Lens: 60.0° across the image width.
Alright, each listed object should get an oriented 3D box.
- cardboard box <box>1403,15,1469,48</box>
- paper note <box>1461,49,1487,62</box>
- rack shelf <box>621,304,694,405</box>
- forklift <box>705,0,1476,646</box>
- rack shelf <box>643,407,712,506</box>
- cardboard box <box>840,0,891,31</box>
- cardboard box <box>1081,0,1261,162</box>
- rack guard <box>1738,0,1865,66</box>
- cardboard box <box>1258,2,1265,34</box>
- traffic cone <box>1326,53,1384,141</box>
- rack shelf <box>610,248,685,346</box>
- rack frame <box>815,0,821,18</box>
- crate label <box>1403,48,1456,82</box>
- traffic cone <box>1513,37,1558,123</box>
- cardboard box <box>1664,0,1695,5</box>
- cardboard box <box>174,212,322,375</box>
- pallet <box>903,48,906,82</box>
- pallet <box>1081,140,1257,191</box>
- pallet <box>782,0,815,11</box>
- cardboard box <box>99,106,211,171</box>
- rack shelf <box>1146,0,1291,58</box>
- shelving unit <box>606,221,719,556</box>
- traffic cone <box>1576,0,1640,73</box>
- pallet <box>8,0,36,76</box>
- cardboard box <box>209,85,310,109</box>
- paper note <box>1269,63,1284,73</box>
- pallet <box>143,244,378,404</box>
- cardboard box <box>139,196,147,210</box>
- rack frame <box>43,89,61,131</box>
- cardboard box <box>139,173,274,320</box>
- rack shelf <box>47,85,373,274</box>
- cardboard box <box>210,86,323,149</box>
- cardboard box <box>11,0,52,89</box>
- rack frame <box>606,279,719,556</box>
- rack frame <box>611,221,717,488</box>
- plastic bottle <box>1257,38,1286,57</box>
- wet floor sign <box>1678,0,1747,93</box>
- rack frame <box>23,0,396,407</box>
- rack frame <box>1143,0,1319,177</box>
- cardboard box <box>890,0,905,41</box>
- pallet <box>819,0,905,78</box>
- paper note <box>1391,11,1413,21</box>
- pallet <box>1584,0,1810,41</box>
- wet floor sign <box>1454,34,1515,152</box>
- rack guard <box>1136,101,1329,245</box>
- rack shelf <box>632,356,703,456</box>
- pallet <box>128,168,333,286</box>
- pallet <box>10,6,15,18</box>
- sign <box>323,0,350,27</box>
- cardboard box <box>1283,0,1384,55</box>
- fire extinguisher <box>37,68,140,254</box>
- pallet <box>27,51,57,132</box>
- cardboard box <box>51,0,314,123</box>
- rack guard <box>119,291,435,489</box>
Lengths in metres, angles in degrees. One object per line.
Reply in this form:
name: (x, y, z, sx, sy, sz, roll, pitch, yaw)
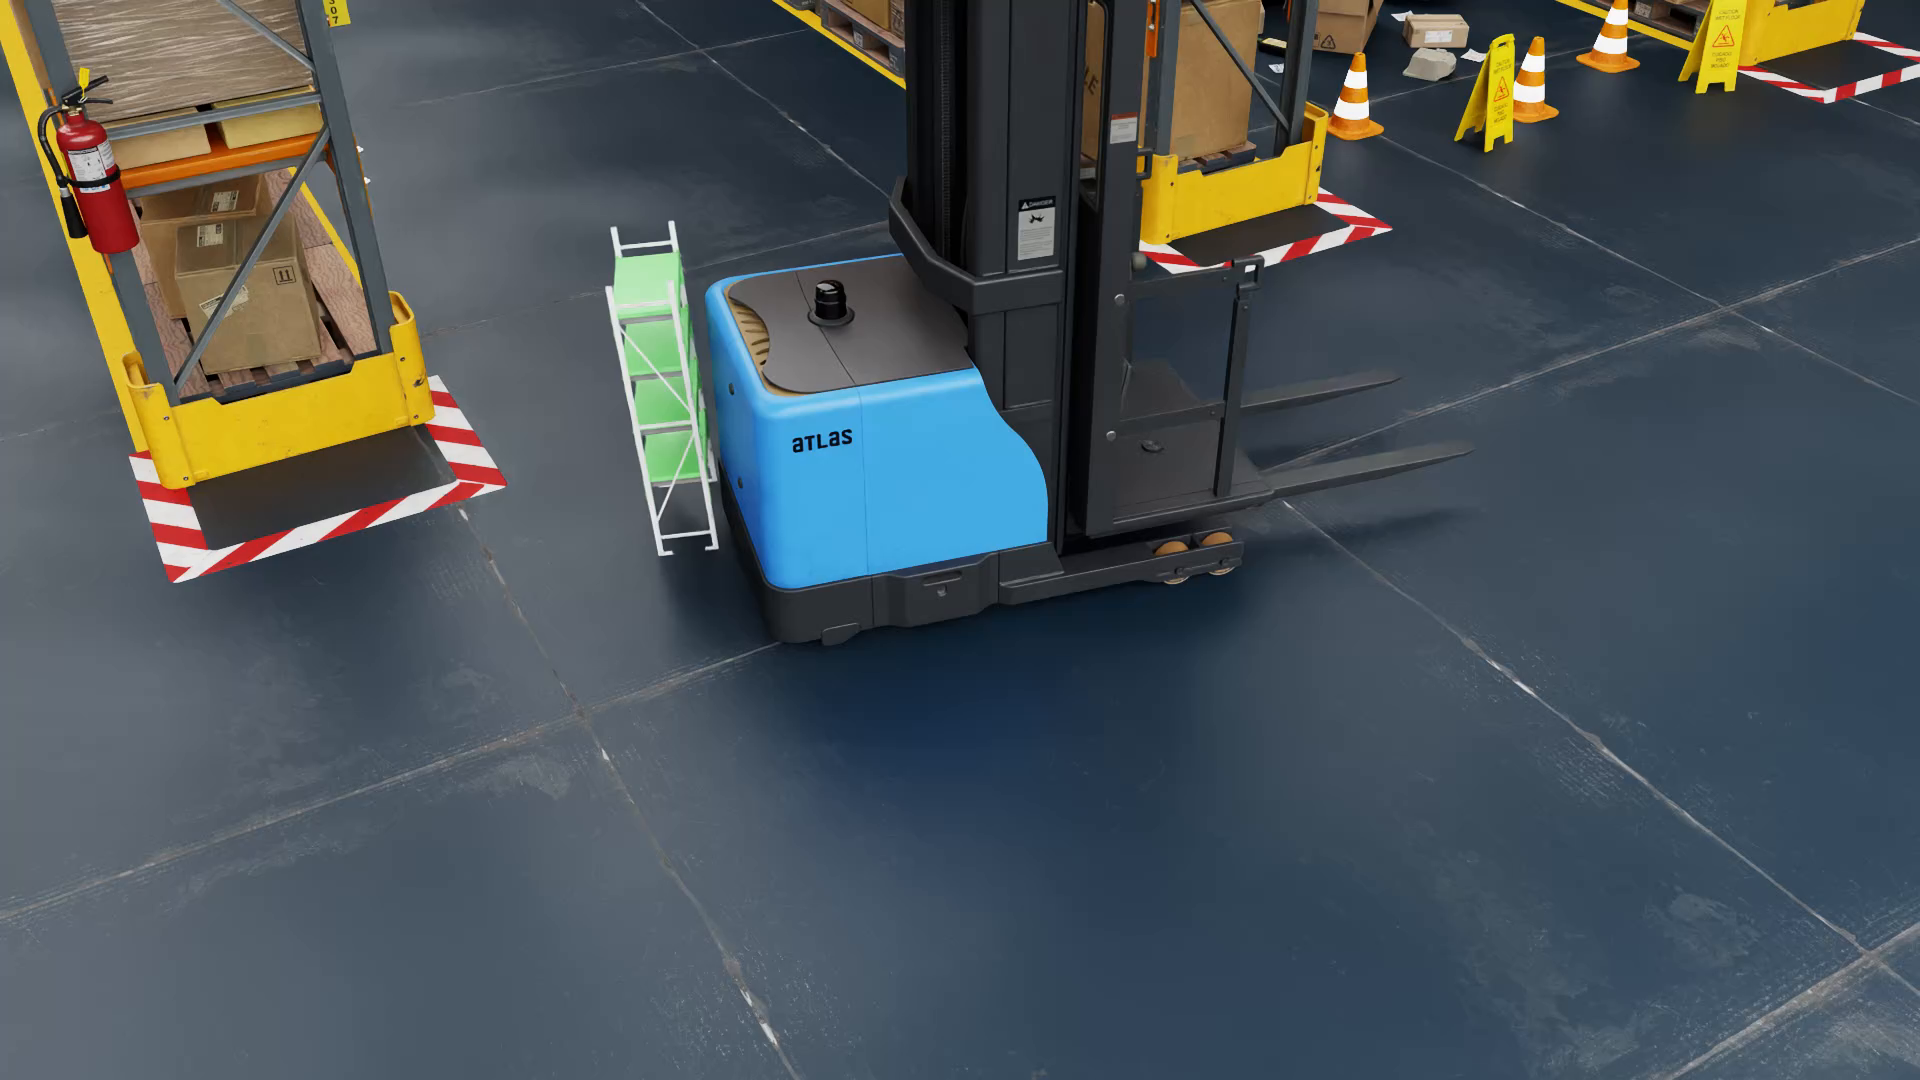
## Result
cardboard box: (3.260, -3.488, 11.400, 0.380, 0.149, 0.250, 0, 36, 0)
paper note: (3.469, -3.263, 11.192, 0.142, 0.019, 0.148, 26, 44, 31)
rack shelf: (-1.160, -0.721, 6.410, 0.258, 0.148, 0.480, -7, 37, -4)
forklift: (0.600, -1.297, 6.041, 3.031, 2.935, 1.130, -11, 37, -14)
rack shelf: (-1.136, -0.335, 6.695, 0.258, 0.148, 0.480, -7, 37, -4)
cardboard box: (-0.319, -4.062, 11.213, 0.875, 0.875, 0.875, -18, 40, -23)
cardboard box: (1.038, -2.690, 9.335, 0.875, 0.875, 0.875, -19, 40, -24)
rack guard: (5.626, -3.599, 11.254, 1.175, 0.500, 0.348, -19, 40, -24)
cardboard box: (1.882, -3.657, 11.532, 0.396, 0.266, 0.258, -12, 38, -16)
traffic cone: (2.396, -2.719, 10.080, 0.336, 0.463, 0.334, -19, 40, -24)
rack shelf: (-1.173, -0.913, 6.268, 0.258, 0.148, 0.480, -7, 37, -4)
rack frame: (-0.574, -5.092, 11.178, 1.000, 3.000, 0.127, -19, 40, -24)
crate label: (3.096, -3.131, 10.921, 0.298, 0.136, 0.250, 19, 40, 24)
traffic cone: (3.544, -2.880, 10.301, 0.336, 0.463, 0.334, -19, 40, -24)
cardboard box: (5.014, -3.974, 11.623, 0.500, 0.250, 0.500, -19, 40, -24)
cardboard box: (-3.203, -1.117, 7.500, 0.500, 0.500, 0.500, -12, 38, -16)
pallet: (0.357, -2.932, 10.585, 1.003, 0.211, 1.213, -19, 40, -24)
pallet: (0.966, -2.310, 9.734, 1.003, 0.211, 1.213, -19, 40, -24)
pallet: (-1.027, -4.337, 12.509, 1.003, 0.211, 1.213, -19, 40, -24)
cardboard box: (-3.226, -1.616, 6.633, 0.380, 0.149, 0.250, -19, 40, -24)
rack shelf: (0.431, -3.781, 9.994, 1.077, 0.370, 4.000, -19, 40, -24)
shelving unit: (-1.151, -0.579, 6.515, 0.258, 1.200, 0.503, -7, 37, -4)
traffic cone: (4.333, -3.383, 10.989, 0.336, 0.463, 0.334, -19, 40, -24)
pallet: (-5.923, -3.567, 11.455, 1.003, 0.211, 1.213, -19, 40, -24)
cardboard box: (-2.950, -1.881, 6.996, 0.380, 0.149, 0.250, -19, 40, -24)
paper note: (2.137, -3.134, 11.016, 0.144, 0.017, 0.142, -6, 37, -8)
pallet: (-3.320, -0.971, 7.901, 1.003, 0.211, 1.213, -19, 40, -24)
cardboard box: (-3.831, -1.737, 8.348, 0.500, 0.500, 0.500, -15, 39, -20)
rack frame: (-4.914, -3.673, 9.236, 1.000, 3.000, 0.127, -19, 40, -24)
cardboard box: (-3.533, -1.412, 7.903, 0.500, 0.500, 0.500, -9, 37, -12)
rack shelf: (-3.909, -2.363, 8.052, 1.077, 0.370, 4.000, -19, 40, -24)
cardboard box: (-2.841, -1.748, 6.813, 0.380, 0.149, 0.250, -19, 40, -24)
cardboard box: (-3.511, -2.302, 7.022, 0.875, 0.500, 0.500, -19, 40, -24)
rack frame: (-1.120, -0.437, 6.319, 0.240, 1.200, 0.015, -7, 37, -4)
rack frame: (-1.183, -0.722, 6.710, 0.240, 1.200, 0.015, -7, 37, -4)
plastic bottle: (2.124, -3.352, 11.288, 0.283, 0.061, 0.133, 26, 44, 31)
wet floor sign: (4.835, -3.205, 10.592, 0.267, 0.644, 0.232, -6, 37, -8)
rack frame: (-2.904, -1.634, 6.443, 1.000, 3.000, 0.127, -19, 40, -24)
rack frame: (1.435, -3.052, 8.385, 1.000, 3.000, 0.127, -19, 40, -24)
cardboard box: (0.137, -3.603, 10.586, 0.875, 0.875, 0.875, -19, 40, -24)
pallet: (-0.260, -3.555, 11.438, 1.003, 0.211, 1.213, -19, 40, -24)
paper note: (3.172, -3.736, 11.850, 0.148, 0.019, 0.142, -6, 37, -8)
pallet: (5.249, -3.908, 11.921, 1.003, 0.211, 1.213, -19, 40, -24)
wet floor sign: (3.162, -2.673, 9.863, 0.267, 0.644, 0.232, -26, 44, -31)
rack guard: (1.448, -2.030, 9.106, 1.175, 0.500, 0.348, -19, 40, -24)
rack shelf: (-1.148, -0.528, 6.553, 0.258, 0.148, 0.480, -7, 37, -4)
pallet: (-3.929, -1.593, 8.751, 1.003, 0.211, 1.213, -19, 40, -24)
pallet: (-6.532, -4.188, 12.306, 1.003, 0.211, 1.213, -19, 40, -24)
sign: (-2.435, -2.144, 6.408, 0.100, 0.325, 0.005, -19, 40, -24)
cardboard box: (2.593, -3.708, 11.400, 0.637, 0.503, 0.797, 12, 38, 16)
fire extinguisher: (-3.245, -1.407, 6.199, 0.296, 0.674, 0.183, -19, 40, -24)
pallet: (-5.306, -2.944, 10.602, 1.003, 0.211, 1.213, -19, 40, -24)
cardboard box: (-3.156, -2.083, 6.721, 0.875, 0.500, 0.500, -19, 40, -24)
rack guard: (-2.942, -0.663, 7.234, 1.175, 0.500, 0.348, -19, 40, -24)
